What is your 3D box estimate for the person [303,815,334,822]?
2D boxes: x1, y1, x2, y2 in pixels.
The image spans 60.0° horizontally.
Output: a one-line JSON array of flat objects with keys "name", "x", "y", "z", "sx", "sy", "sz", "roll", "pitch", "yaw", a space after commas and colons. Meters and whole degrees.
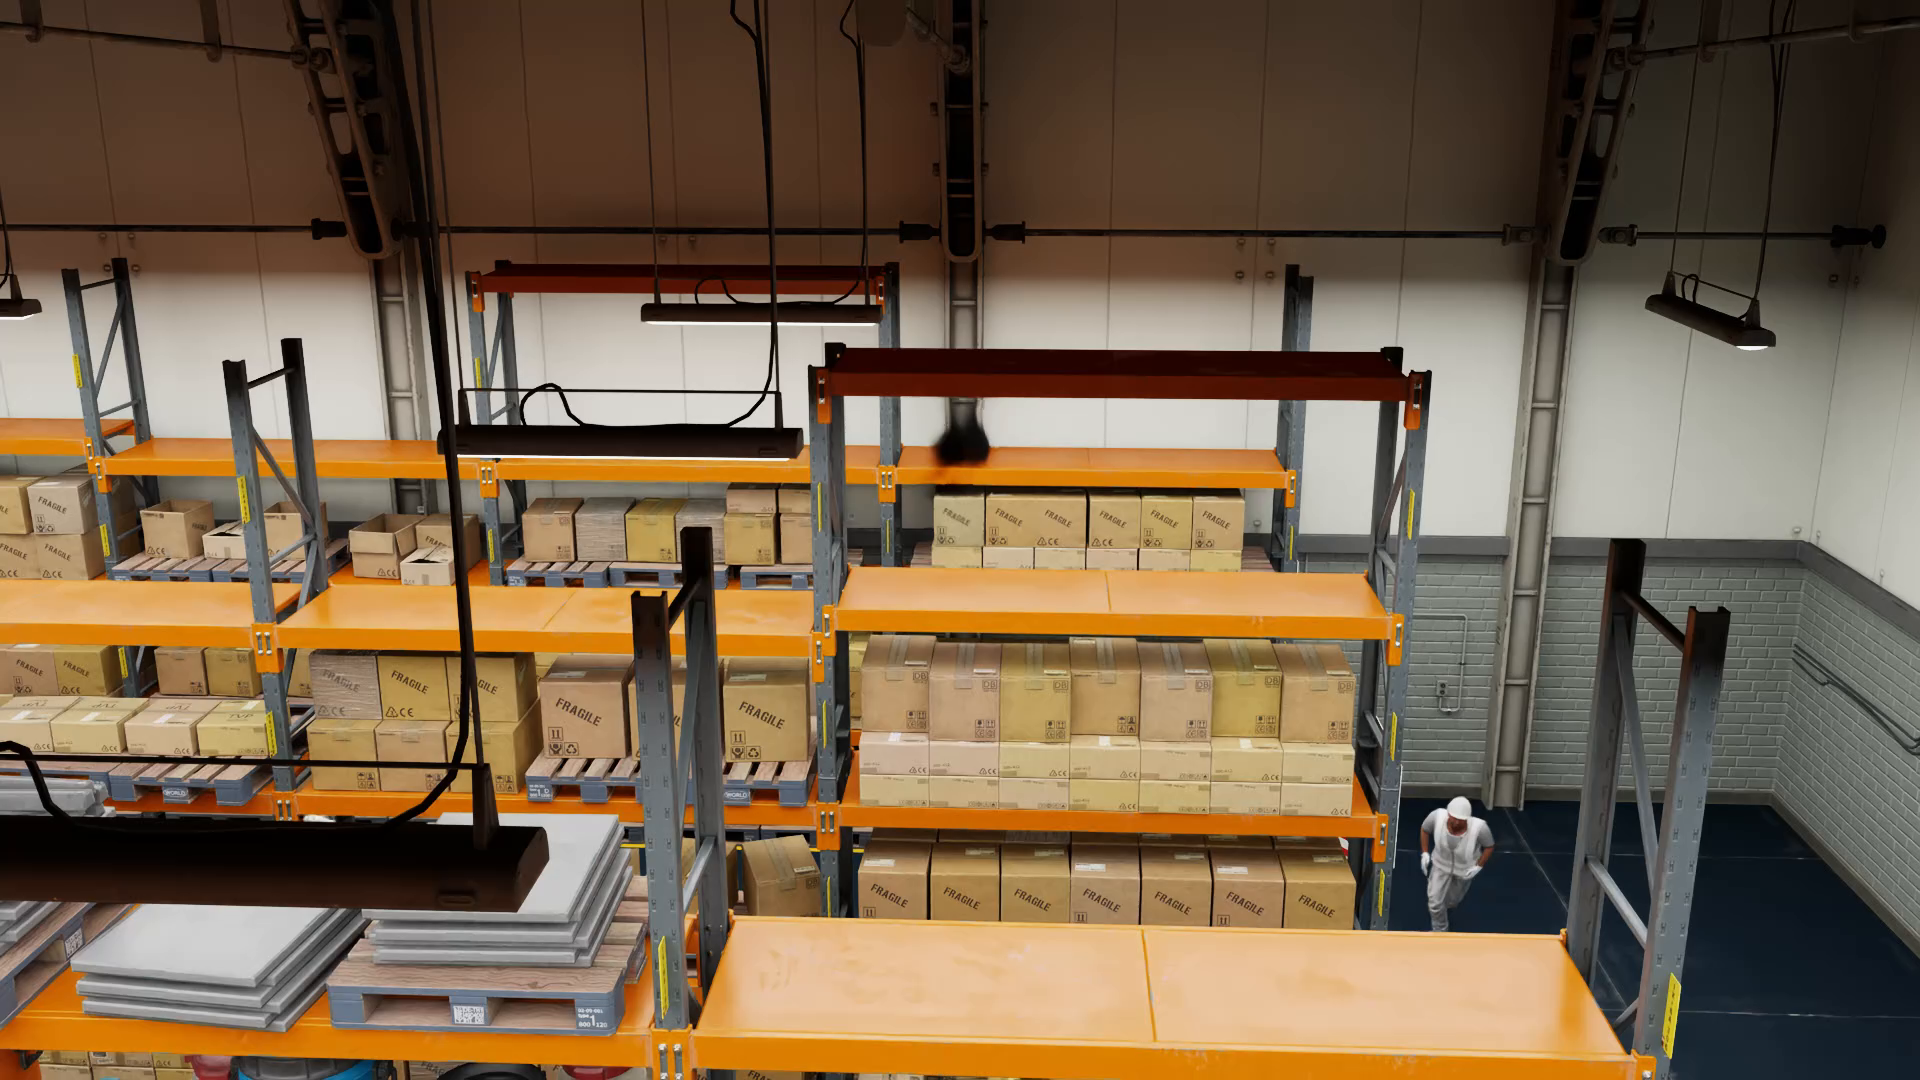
[{"name": "person", "x": -5.932, "y": 3.065, "z": 15.232, "sx": 0.914, "sy": 1.544, "sz": 0.618, "roll": 2, "pitch": 16, "yaw": 8}]

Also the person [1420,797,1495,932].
[{"name": "person", "x": 4.586, "y": 2.996, "z": 15.376, "sx": 0.668, "sy": 1.649, "sz": 1.039, "roll": 6, "pitch": 17, "yaw": 21}]
